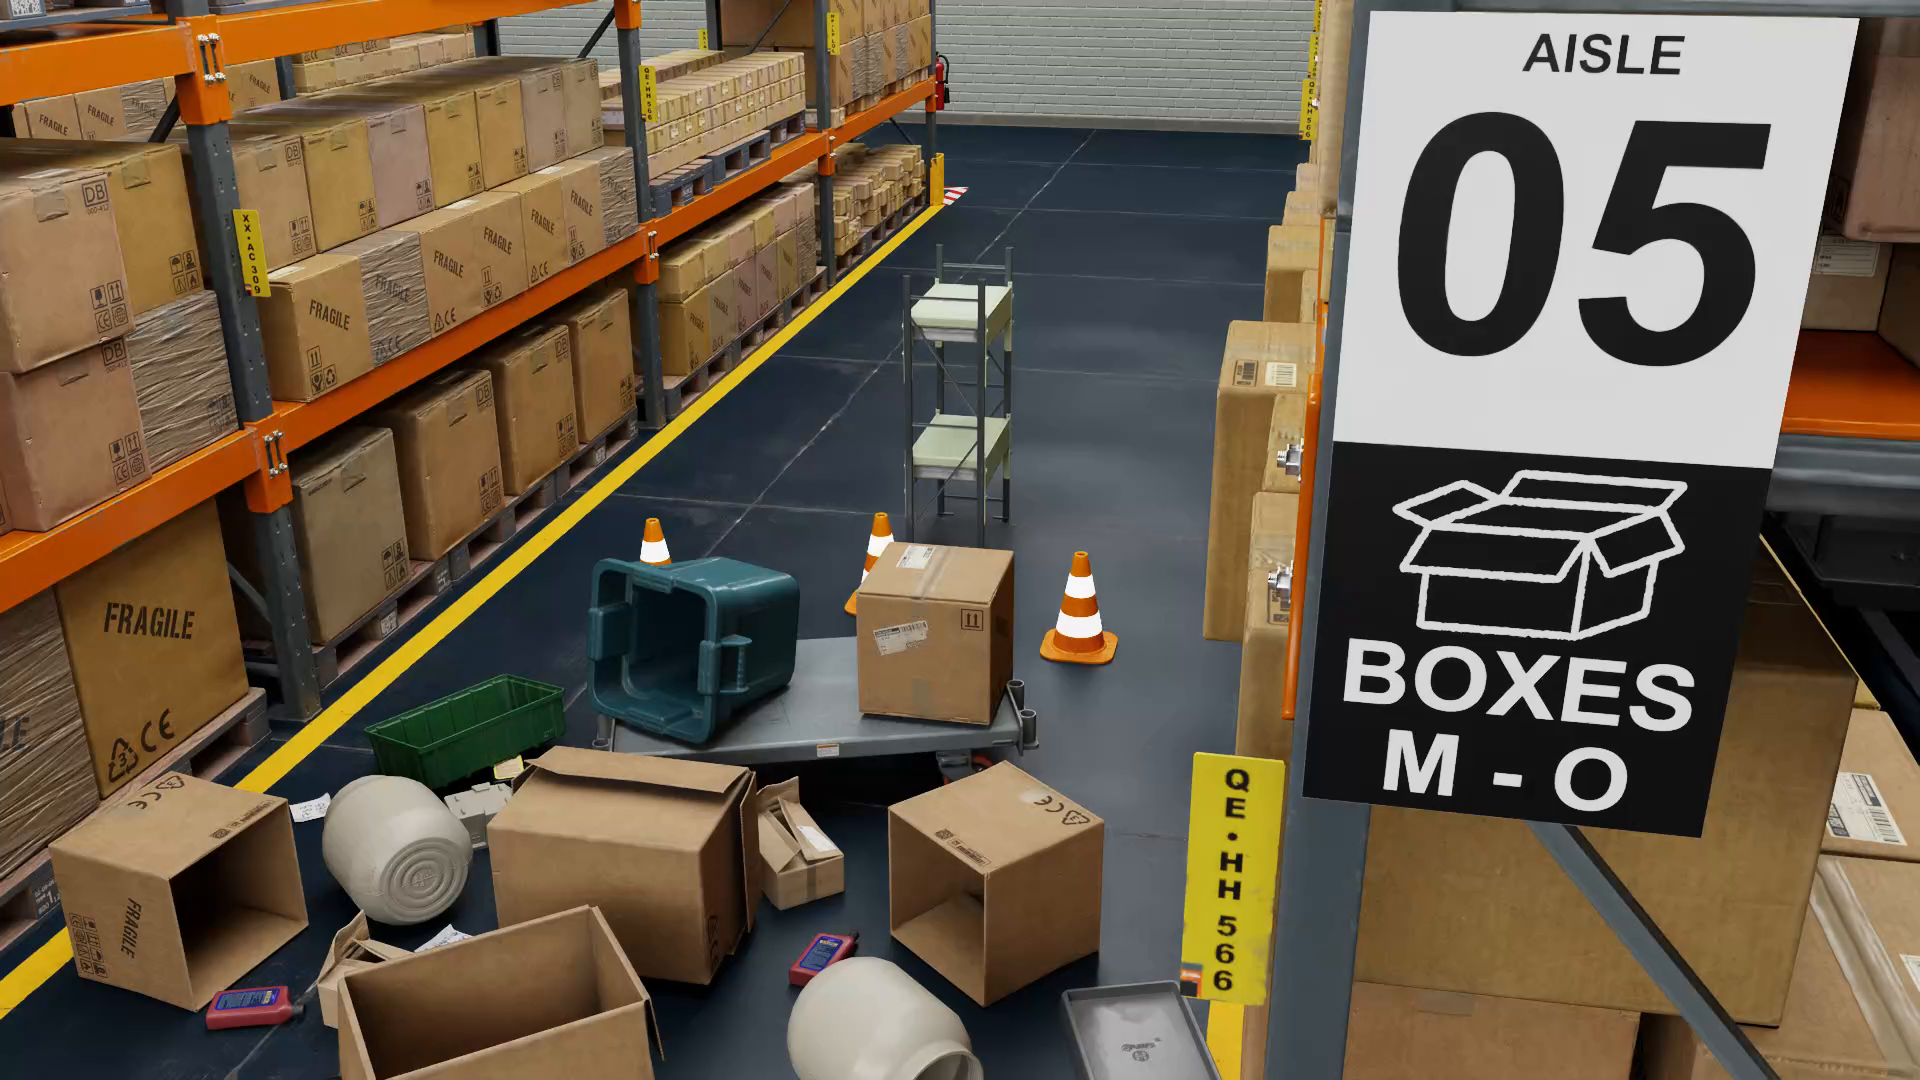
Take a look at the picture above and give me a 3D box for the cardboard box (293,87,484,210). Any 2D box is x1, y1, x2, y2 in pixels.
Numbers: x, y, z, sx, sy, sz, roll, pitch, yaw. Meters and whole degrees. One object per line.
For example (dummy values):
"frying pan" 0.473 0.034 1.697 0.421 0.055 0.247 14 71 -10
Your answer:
"cardboard box" -2.796 -1.929 8.156 0.700 0.500 0.500 4 22 10

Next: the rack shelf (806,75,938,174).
"rack shelf" -1.162 -4.003 15.740 1.077 0.370 4.000 4 22 11

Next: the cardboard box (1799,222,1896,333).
"cardboard box" 1.199 -0.350 2.029 0.380 0.149 0.250 4 22 9

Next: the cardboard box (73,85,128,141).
"cardboard box" -6.652 -3.137 12.494 0.500 0.500 0.500 4 22 10

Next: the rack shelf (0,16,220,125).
"rack shelf" -3.611 -1.006 4.283 1.077 0.370 4.000 4 22 11

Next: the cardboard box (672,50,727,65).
"cardboard box" -2.101 -3.850 13.376 0.380 0.149 0.250 6 23 14

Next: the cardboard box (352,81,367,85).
"cardboard box" -5.860 -4.275 15.790 0.380 0.149 0.250 4 22 9

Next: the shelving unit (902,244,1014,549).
"shelving unit" -0.001 -0.693 8.567 0.431 1.500 0.755 4 22 11

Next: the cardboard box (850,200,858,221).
"cardboard box" -1.147 -3.013 15.176 0.380 0.149 0.250 3 22 8

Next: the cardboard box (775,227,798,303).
"cardboard box" -1.580 -2.163 12.993 0.500 0.500 0.500 4 22 10

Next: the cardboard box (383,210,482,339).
"cardboard box" -2.625 -1.265 7.845 0.500 0.500 0.500 4 22 11

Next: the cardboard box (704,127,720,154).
"cardboard box" -1.883 -2.762 11.470 0.380 0.149 0.250 5 23 13

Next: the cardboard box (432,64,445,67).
"cardboard box" -5.546 -4.837 17.186 0.380 0.149 0.250 4 22 10

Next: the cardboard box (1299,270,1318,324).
"cardboard box" 1.090 -0.278 3.659 0.700 0.500 0.500 4 22 11

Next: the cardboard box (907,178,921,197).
"cardboard box" -0.611 -3.630 17.106 0.380 0.149 0.250 5 23 13

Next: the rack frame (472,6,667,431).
"rack frame" -2.386 -2.142 10.157 1.000 3.000 0.127 4 22 11

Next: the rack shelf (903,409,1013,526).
"rack shelf" -0.001 -0.391 8.689 0.431 0.370 0.720 4 22 11

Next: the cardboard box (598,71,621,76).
"cardboard box" -2.415 -3.278 11.956 0.380 0.149 0.250 5 23 13

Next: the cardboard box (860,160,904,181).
"cardboard box" -0.765 -3.619 16.282 0.380 0.149 0.250 5 23 13

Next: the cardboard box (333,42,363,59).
"cardboard box" -5.949 -4.772 15.485 0.500 0.500 0.500 4 22 11

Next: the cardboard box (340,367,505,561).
"cardboard box" -2.963 -0.417 8.323 1.050 0.750 0.750 4 22 11

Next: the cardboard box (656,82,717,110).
"cardboard box" -1.888 -3.034 11.351 0.380 0.149 0.250 6 23 13

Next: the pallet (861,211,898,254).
"pallet" -1.221 -3.007 16.038 1.003 0.211 1.213 4 22 11

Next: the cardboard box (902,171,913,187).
"cardboard box" -0.687 -3.673 16.815 0.380 0.149 0.250 4 22 9

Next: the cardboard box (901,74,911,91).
"cardboard box" -0.697 -4.535 16.434 0.380 0.149 0.250 5 22 12

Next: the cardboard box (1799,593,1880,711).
"cardboard box" 1.421 0.411 3.285 0.500 0.500 0.500 4 22 10

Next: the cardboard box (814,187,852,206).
"cardboard box" -1.180 -3.056 14.884 0.380 0.149 0.250 4 22 10

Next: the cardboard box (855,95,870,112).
"cardboard box" -1.032 -3.955 14.995 0.380 0.149 0.250 5 22 12

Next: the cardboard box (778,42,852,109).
"cardboard box" -1.222 -3.951 14.117 0.500 0.500 0.500 4 22 10

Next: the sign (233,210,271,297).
"sign" -2.659 -1.076 6.245 0.100 0.325 0.005 4 22 11

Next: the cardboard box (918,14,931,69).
"cardboard box" -0.594 -5.068 16.891 0.500 0.500 0.500 5 22 12

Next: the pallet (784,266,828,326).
"pallet" -1.728 -2.027 13.603 1.003 0.211 1.213 4 22 11

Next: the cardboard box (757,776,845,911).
"cardboard box" -0.604 1.064 5.857 0.258 0.266 0.396 -11 25 -26

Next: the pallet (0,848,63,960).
"pallet" -3.681 1.334 5.259 1.003 0.211 1.213 4 22 11

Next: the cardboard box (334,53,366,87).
"cardboard box" -5.947 -4.422 15.620 0.500 0.250 0.500 4 22 11

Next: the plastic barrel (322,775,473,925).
"plastic barrel" -1.932 1.048 5.686 0.421 0.421 0.512 -16 27 -35

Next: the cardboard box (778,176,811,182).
"cardboard box" -1.601 -3.286 15.456 0.380 0.149 0.250 3 22 8

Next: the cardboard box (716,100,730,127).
"cardboard box" -1.830 -2.991 11.641 0.380 0.149 0.250 4 22 10

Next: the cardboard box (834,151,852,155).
"cardboard box" -1.309 -3.858 16.876 0.380 0.149 0.250 4 22 11

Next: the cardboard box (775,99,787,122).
"cardboard box" -1.563 -3.337 12.898 0.380 0.149 0.250 4 22 11

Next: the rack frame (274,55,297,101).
"rack frame" -6.405 -4.020 14.820 1.000 3.000 0.127 4 22 11

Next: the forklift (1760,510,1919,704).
"forklift" 4.481 -0.985 7.375 1.130 2.935 3.031 5 22 11

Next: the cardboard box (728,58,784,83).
"cardboard box" -1.570 -3.605 12.767 0.380 0.149 0.250 4 22 9

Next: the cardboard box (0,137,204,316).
"cardboard box" -3.312 -1.117 5.967 0.875 0.550 0.550 4 22 11

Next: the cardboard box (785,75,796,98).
"cardboard box" -1.511 -3.564 13.064 0.380 0.149 0.250 5 22 11

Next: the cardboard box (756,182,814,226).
"cardboard box" -1.475 -2.697 13.314 0.500 0.250 0.500 4 22 9

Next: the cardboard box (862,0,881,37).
"cardboard box" -1.016 -4.772 14.818 0.500 0.500 0.500 5 22 12

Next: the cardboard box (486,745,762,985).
"cardboard box" -1.090 1.041 5.413 0.797 0.637 0.503 4 22 11

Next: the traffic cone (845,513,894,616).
"traffic cone" -0.373 0.095 7.997 0.336 0.463 0.334 4 22 11

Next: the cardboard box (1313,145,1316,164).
"cardboard box" 2.431 -2.348 10.201 0.500 0.250 0.500 4 22 10

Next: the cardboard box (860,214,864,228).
"cardboard box" -1.104 -2.976 15.482 0.380 0.149 0.250 4 22 9
